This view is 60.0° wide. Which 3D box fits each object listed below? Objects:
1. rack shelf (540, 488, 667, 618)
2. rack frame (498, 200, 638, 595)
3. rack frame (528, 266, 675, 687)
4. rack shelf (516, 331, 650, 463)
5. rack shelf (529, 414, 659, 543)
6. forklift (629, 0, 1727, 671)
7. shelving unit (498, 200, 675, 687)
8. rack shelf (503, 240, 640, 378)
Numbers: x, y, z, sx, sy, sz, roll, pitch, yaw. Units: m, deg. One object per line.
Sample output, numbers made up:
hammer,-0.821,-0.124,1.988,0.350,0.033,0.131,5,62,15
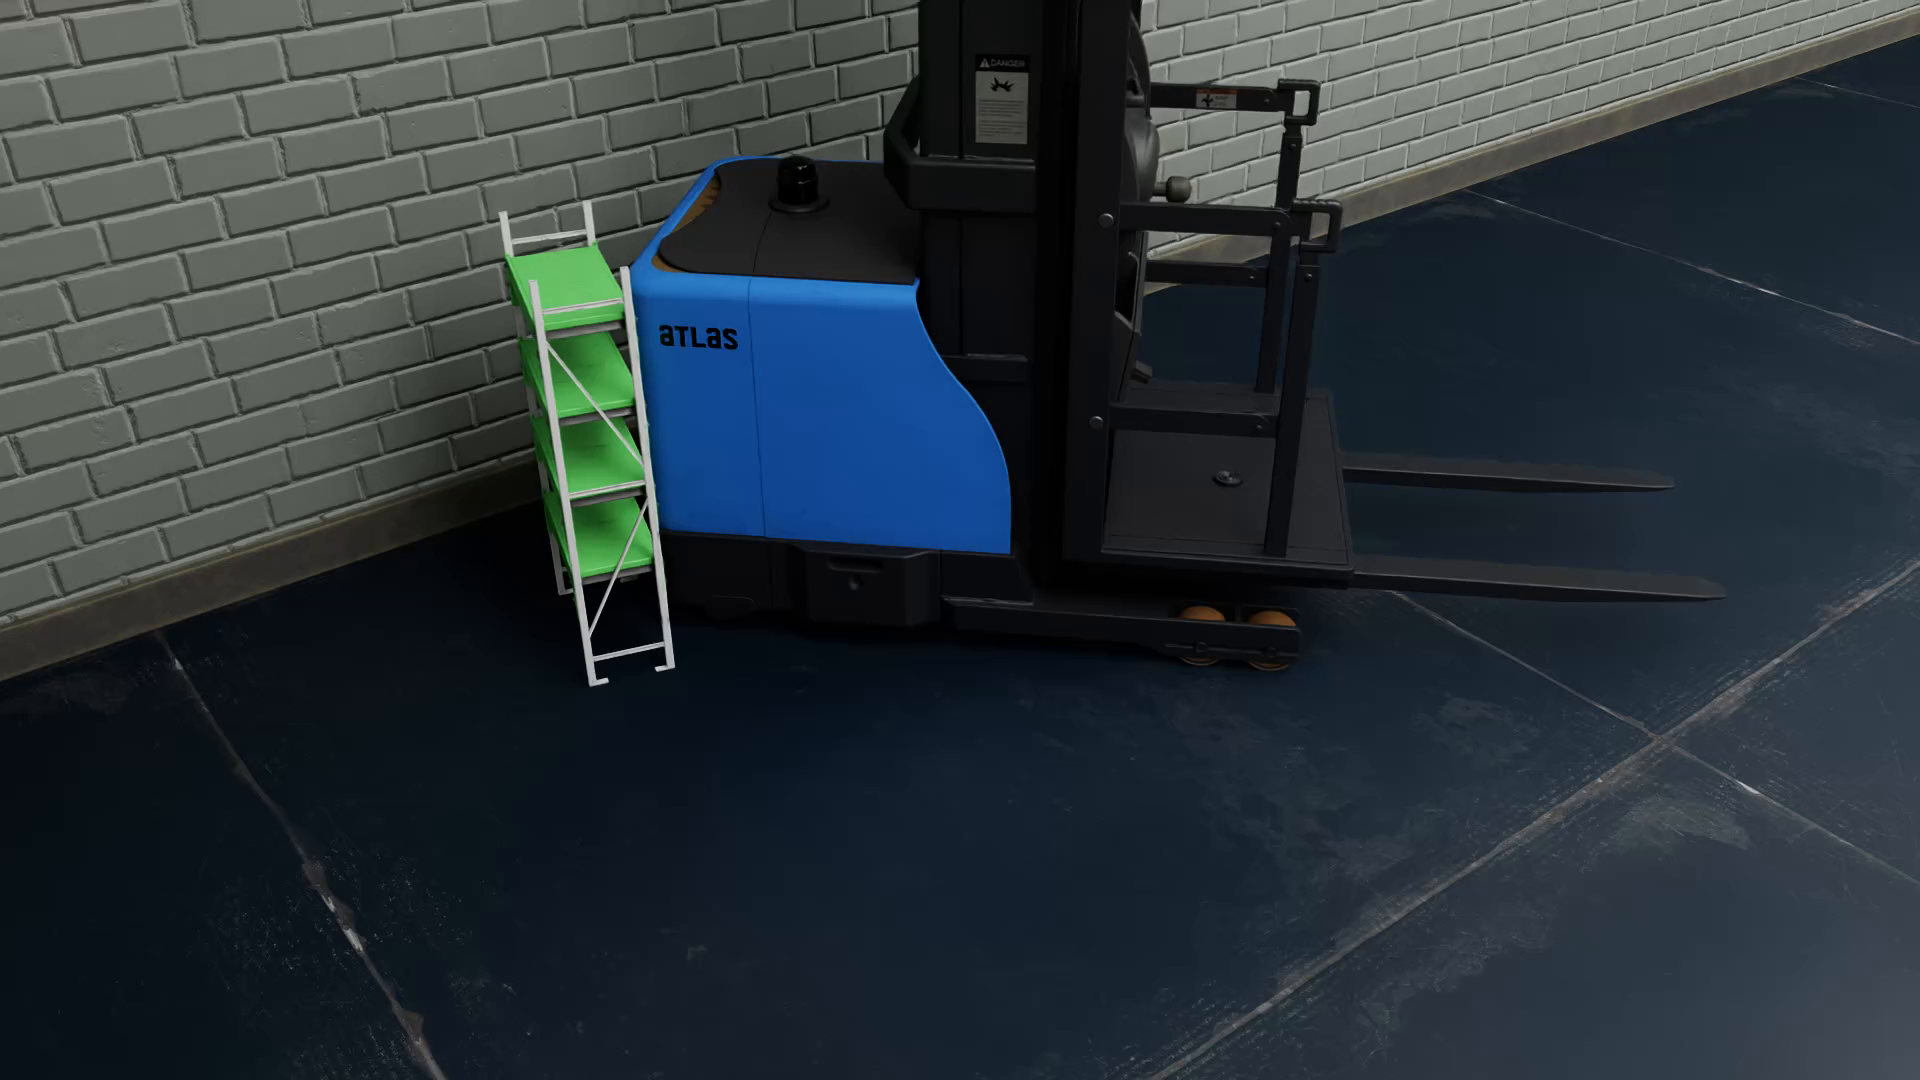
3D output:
rack shelf,-1.005,0.008,4.676,0.258,0.148,0.480,-12,34,-18
rack frame,-1.095,-0.370,4.708,0.240,1.200,0.015,-12,34,-18
rack frame,-0.917,-0.130,4.322,0.240,1.200,0.015,-12,34,-18
rack shelf,-1.006,-0.400,4.422,0.258,0.148,0.480,-12,34,-18
rack shelf,-1.005,-0.196,4.549,0.258,0.148,0.480,-12,34,-18
forklift,0.653,-1.177,4.367,3.031,2.935,1.130,4,32,6
shelving unit,-1.006,-0.250,4.515,0.258,1.200,0.503,-12,34,-18
rack shelf,-1.007,-0.604,4.295,0.258,0.148,0.480,-12,34,-18
